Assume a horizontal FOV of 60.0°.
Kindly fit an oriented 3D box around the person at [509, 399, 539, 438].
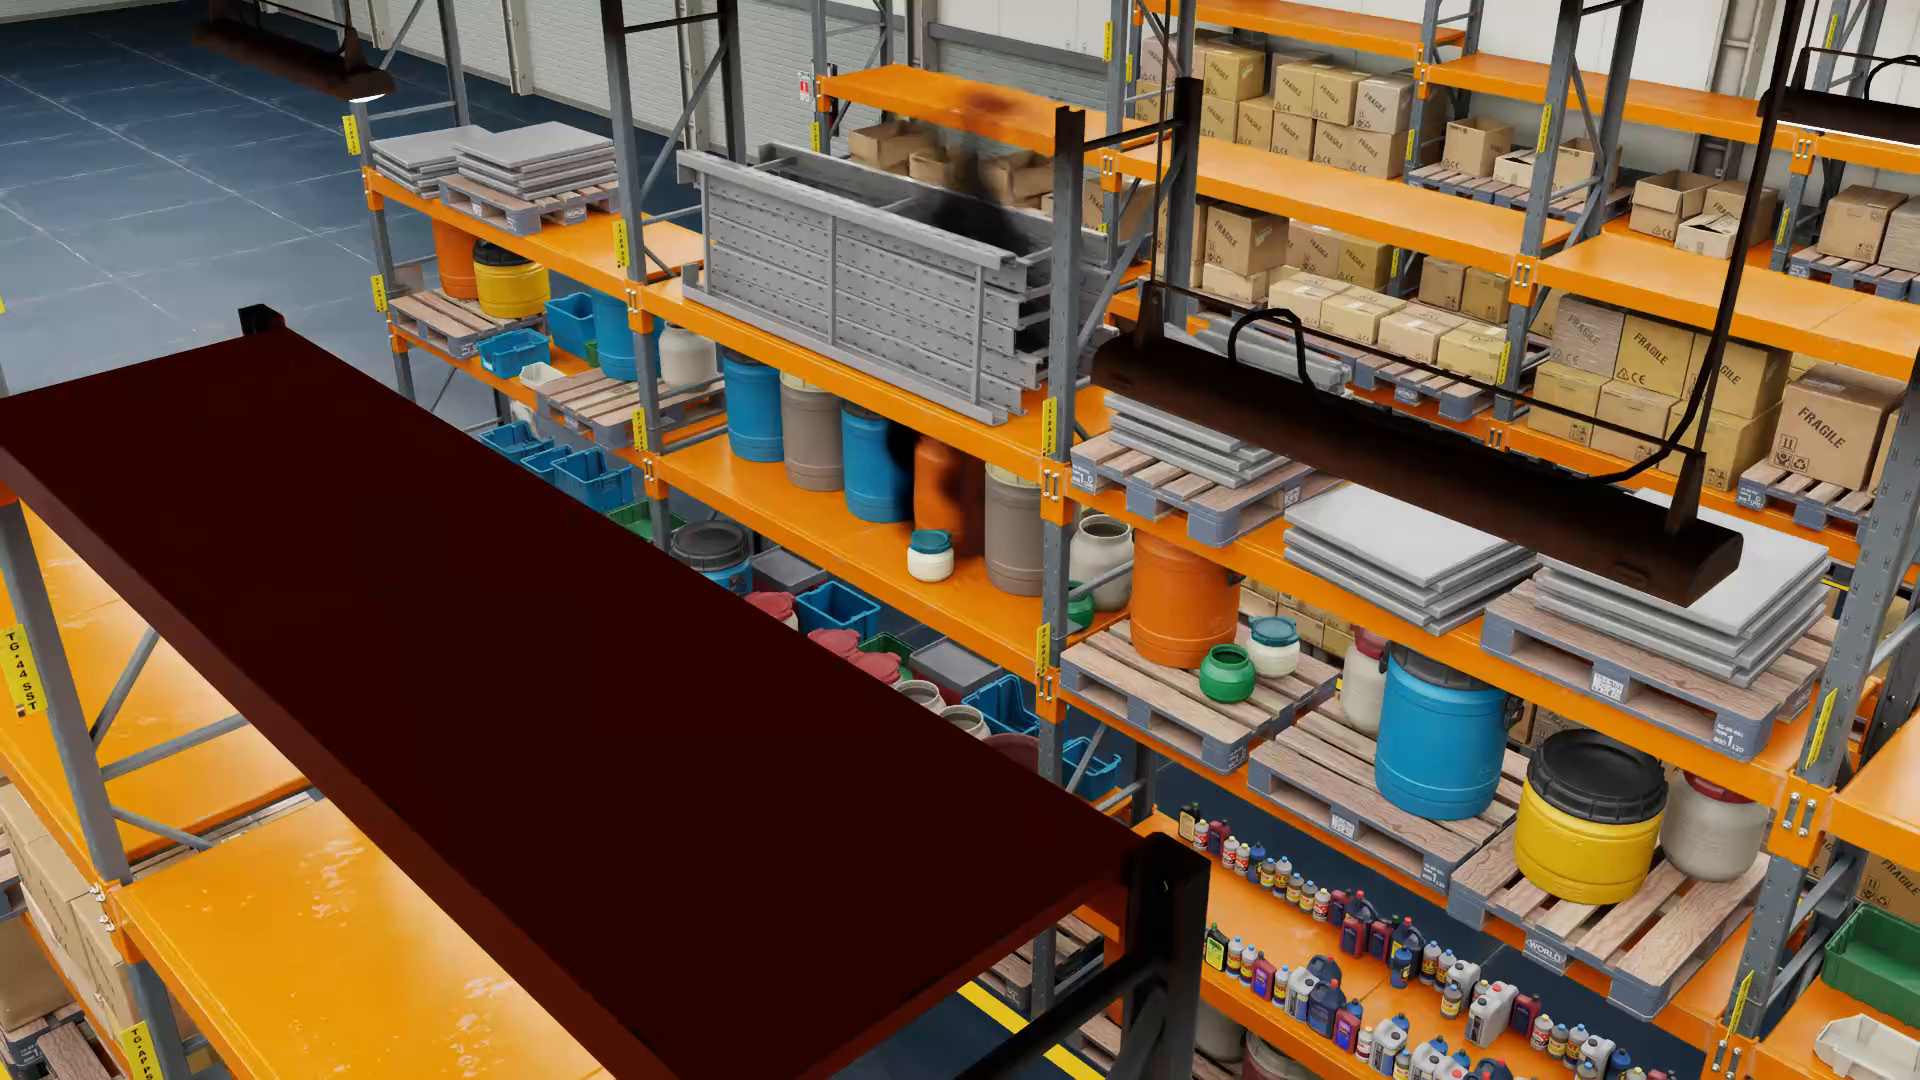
[{"bbox_3d":[-4.378,-0.959,16.924,0.636,1.626,0.557,-1,28,-2],"label":"person"}]
